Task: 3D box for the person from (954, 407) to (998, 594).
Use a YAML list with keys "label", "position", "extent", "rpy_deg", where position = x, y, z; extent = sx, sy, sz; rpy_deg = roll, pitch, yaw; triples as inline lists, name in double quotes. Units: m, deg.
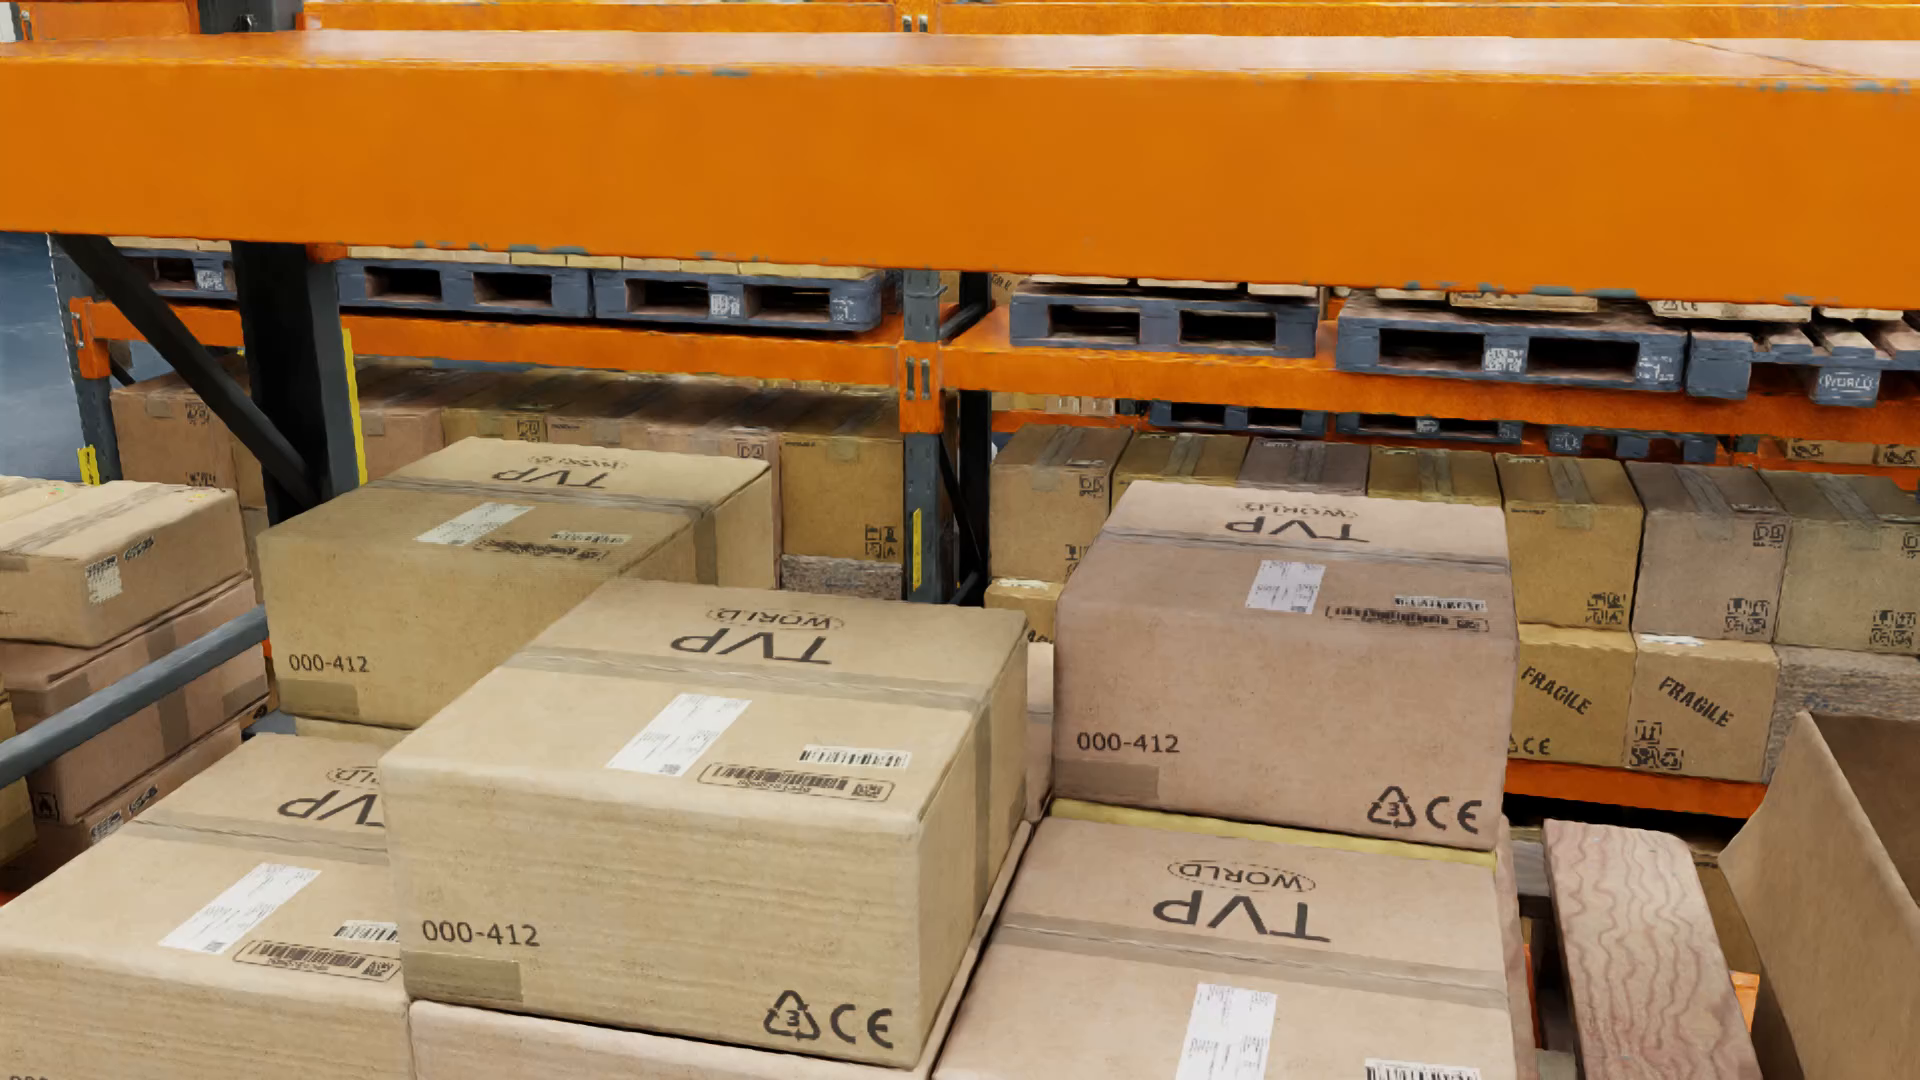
- label: "person"
  position: [0.041, -0.056, 10.651]
  extent: [0.562, 1.672, 0.470]
  rpy_deg: [-2, 18, -5]
